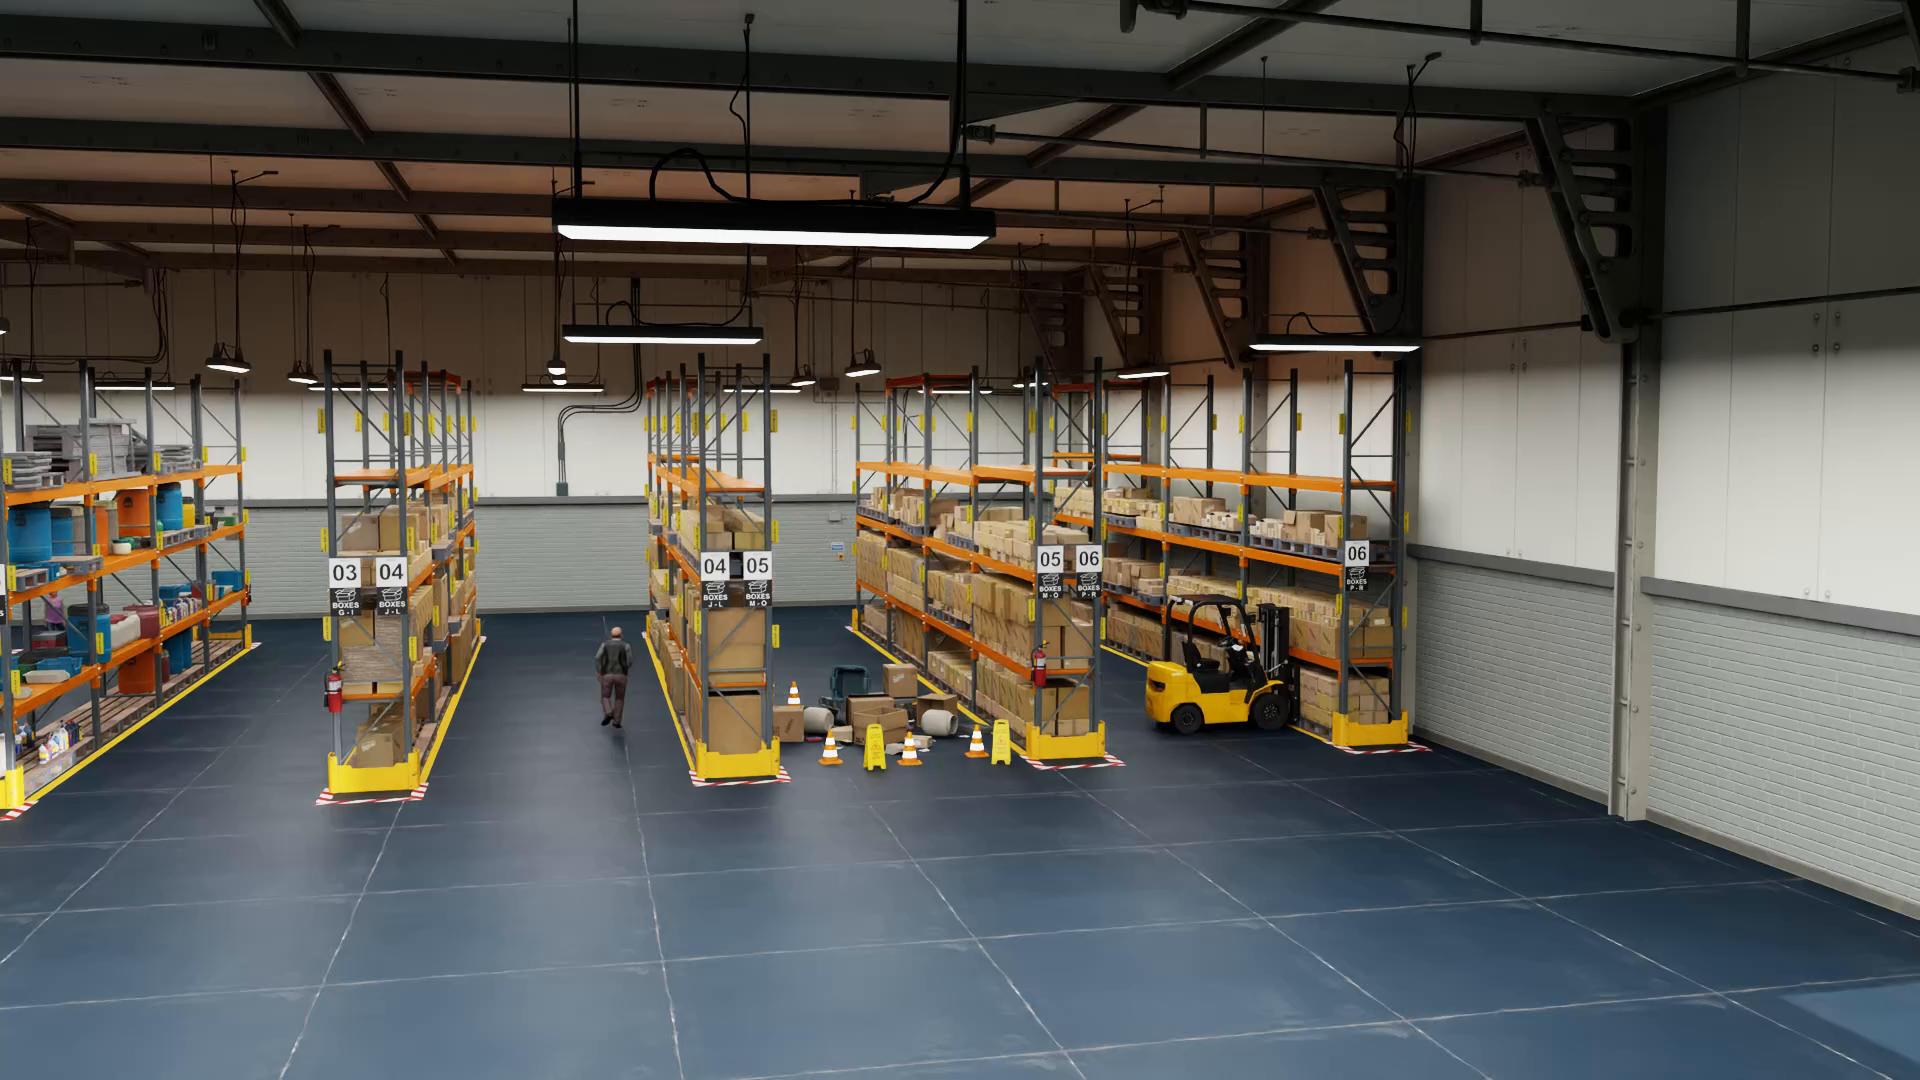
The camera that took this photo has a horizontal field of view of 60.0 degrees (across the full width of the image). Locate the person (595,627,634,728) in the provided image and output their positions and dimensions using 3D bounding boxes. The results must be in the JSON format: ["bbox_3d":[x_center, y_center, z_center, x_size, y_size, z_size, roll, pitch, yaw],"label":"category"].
[{"bbox_3d":[-5.730,2.277,27.573,0.634,1.628,0.737,-1,4,-12],"label":"person"}]

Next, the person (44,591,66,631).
[{"bbox_3d":[-19.298,1.745,35.510,0.415,1.546,0.768,-1,4,-16],"label":"person"}]
